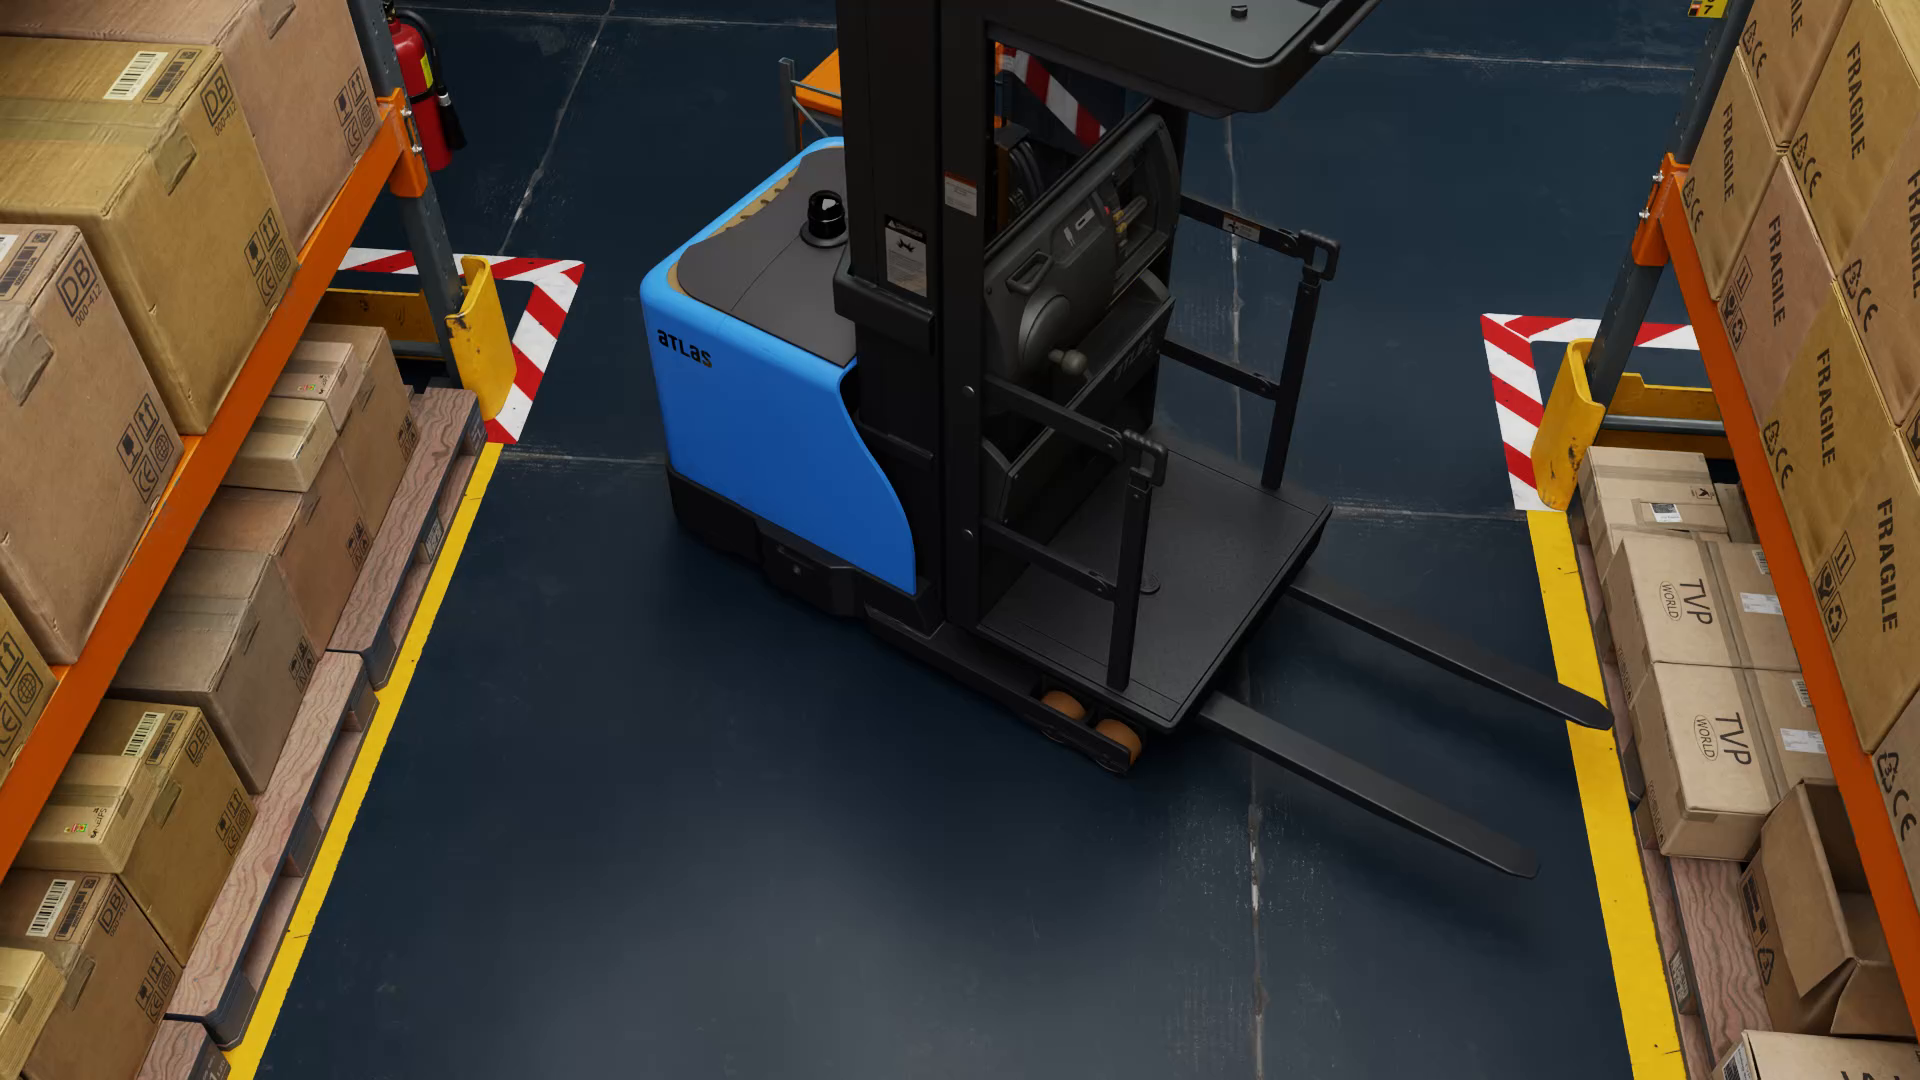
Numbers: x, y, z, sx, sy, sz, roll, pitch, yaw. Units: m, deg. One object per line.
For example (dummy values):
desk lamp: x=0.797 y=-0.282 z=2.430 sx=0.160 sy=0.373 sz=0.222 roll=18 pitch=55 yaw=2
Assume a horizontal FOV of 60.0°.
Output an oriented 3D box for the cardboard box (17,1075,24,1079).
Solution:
cardboard box: x=-2.477 y=1.506 z=3.749 sx=0.700 sy=0.500 sz=0.500 roll=4 pitch=48 yaw=4

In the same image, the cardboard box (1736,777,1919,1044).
cardboard box: x=2.452 y=0.990 z=4.205 sx=0.797 sy=0.503 sz=0.637 roll=4 pitch=48 yaw=4

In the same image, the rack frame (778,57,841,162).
rack frame: x=-0.400 y=-1.193 z=6.079 sx=0.500 sy=1.125 sz=0.032 roll=22 pitch=51 yaw=19

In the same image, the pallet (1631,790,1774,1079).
pallet: x=2.458 y=1.215 z=4.496 sx=1.003 sy=0.211 sz=1.213 roll=4 pitch=48 yaw=4

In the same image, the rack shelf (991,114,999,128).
rack shelf: x=-0.159 y=-1.359 z=6.562 sx=0.538 sy=0.278 sz=1.000 roll=22 pitch=51 yaw=19

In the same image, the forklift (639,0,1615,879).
forklift: x=0.517 y=-0.732 z=4.433 sx=3.031 sy=2.935 sz=1.130 roll=26 pitch=53 yaw=22

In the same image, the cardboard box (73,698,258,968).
cardboard box: x=-2.379 y=0.760 z=4.431 sx=0.700 sy=0.500 sz=0.500 roll=5 pitch=48 yaw=4

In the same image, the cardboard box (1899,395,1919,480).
cardboard box: x=2.211 y=-0.200 z=3.155 sx=0.500 sy=0.500 sz=0.500 roll=3 pitch=48 yaw=3

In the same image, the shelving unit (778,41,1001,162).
shelving unit: x=-0.159 y=-1.524 z=6.381 sx=0.538 sy=1.125 sz=1.048 roll=22 pitch=51 yaw=19

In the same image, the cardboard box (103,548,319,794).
cardboard box: x=-2.338 y=0.368 z=4.790 sx=0.700 sy=0.500 sz=0.500 roll=2 pitch=48 yaw=2

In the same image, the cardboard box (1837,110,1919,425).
cardboard box: x=2.257 y=-0.573 z=3.496 sx=0.500 sy=0.500 sz=0.500 roll=4 pitch=48 yaw=4

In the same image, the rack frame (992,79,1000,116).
rack frame: x=0.082 y=-1.854 z=6.684 sx=0.500 sy=1.125 sz=0.032 roll=22 pitch=51 yaw=19

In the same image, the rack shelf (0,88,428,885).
rack shelf: x=-2.465 y=0.120 z=4.095 sx=1.077 sy=0.370 sz=4.000 roll=4 pitch=48 yaw=4

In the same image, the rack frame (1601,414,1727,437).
rack frame: x=2.647 y=-1.262 z=4.872 sx=0.949 sy=2.616 sz=0.053 roll=4 pitch=48 yaw=4

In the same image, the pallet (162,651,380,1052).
pallet: x=-2.392 y=0.835 z=4.843 sx=1.003 sy=0.211 sz=1.213 roll=4 pitch=48 yaw=4

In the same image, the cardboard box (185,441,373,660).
cardboard box: x=-2.293 y=-0.002 z=5.128 sx=0.700 sy=0.500 sz=0.500 roll=4 pitch=48 yaw=3

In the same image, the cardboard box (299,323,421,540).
cardboard box: x=-2.247 y=-0.370 z=5.465 sx=0.700 sy=0.500 sz=0.500 roll=4 pitch=48 yaw=4

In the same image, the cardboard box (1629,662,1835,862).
cardboard box: x=2.227 y=0.633 z=4.704 sx=0.500 sy=0.250 sz=0.500 roll=4 pitch=48 yaw=4

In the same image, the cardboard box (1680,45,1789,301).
cardboard box: x=2.347 y=-0.988 z=4.553 sx=0.500 sy=0.500 sz=0.500 roll=5 pitch=48 yaw=4

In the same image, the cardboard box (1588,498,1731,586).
cardboard box: x=2.247 y=0.014 z=5.326 sx=0.380 sy=0.166 sz=0.250 roll=4 pitch=48 yaw=4

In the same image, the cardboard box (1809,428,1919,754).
cardboard box: x=2.210 y=0.128 z=3.533 sx=0.500 sy=0.500 sz=0.500 roll=4 pitch=48 yaw=4

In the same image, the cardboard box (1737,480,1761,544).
cardboard box: x=2.846 y=-0.151 z=5.251 sx=0.500 sy=0.500 sz=0.500 roll=4 pitch=48 yaw=4

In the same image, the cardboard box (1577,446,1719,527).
cardboard box: x=2.270 y=-0.164 z=5.501 sx=0.380 sy=0.149 sz=0.250 roll=4 pitch=48 yaw=4

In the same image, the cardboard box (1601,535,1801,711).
cardboard box: x=2.273 y=0.265 z=5.040 sx=0.500 sy=0.250 sz=0.500 roll=4 pitch=48 yaw=4

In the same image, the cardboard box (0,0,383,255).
cardboard box: x=-2.320 y=-1.318 z=4.720 sx=0.980 sy=0.700 sz=0.700 roll=6 pitch=48 yaw=5

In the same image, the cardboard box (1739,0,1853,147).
cardboard box: x=2.347 y=-1.325 z=4.184 sx=0.500 sy=0.500 sz=0.500 roll=5 pitch=48 yaw=5

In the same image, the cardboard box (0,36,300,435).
cardboard box: x=-2.375 y=-0.783 z=4.230 sx=0.980 sy=0.700 sz=0.700 roll=4 pitch=48 yaw=3

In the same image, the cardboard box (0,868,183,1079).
cardboard box: x=-2.428 y=1.137 z=4.087 sx=0.700 sy=0.500 sz=0.500 roll=3 pitch=48 yaw=3

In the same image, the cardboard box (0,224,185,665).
cardboard box: x=-2.453 y=-0.223 z=3.718 sx=0.980 sy=0.700 sz=0.700 roll=2 pitch=48 yaw=2

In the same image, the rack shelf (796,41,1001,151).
rack shelf: x=-0.159 y=-1.721 z=6.165 sx=0.538 sy=0.278 sz=1.000 roll=22 pitch=51 yaw=19

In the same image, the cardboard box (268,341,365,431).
cardboard box: x=-2.078 y=-0.482 z=5.128 sx=0.380 sy=0.149 sz=0.250 roll=3 pitch=48 yaw=3

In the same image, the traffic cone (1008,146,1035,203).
traffic cone: x=0.111 y=-0.644 z=4.871 sx=0.295 sy=1.202 sz=0.196 roll=4 pitch=48 yaw=4
